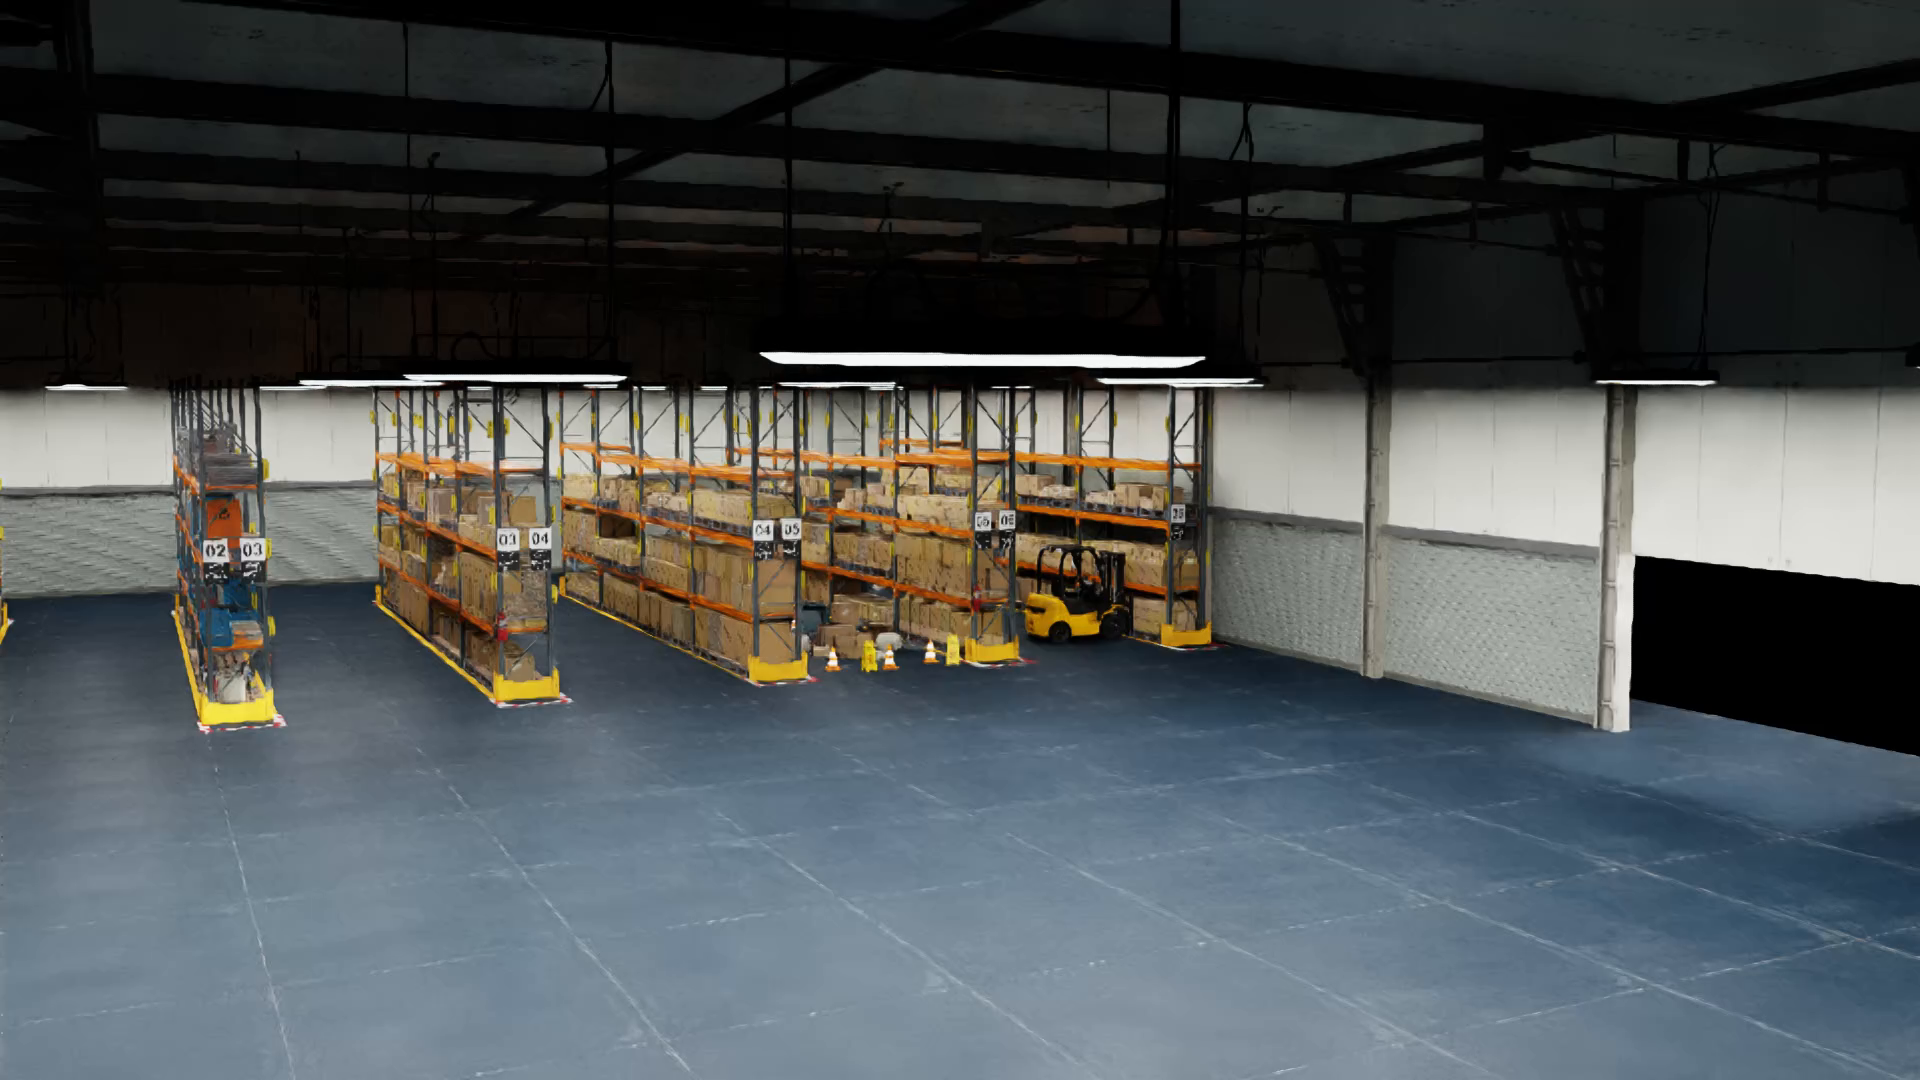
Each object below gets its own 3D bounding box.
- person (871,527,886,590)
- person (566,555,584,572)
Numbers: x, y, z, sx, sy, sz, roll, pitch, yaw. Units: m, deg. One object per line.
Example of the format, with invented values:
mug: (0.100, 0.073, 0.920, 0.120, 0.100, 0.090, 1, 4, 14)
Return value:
person: (-2.375, 0.526, 48.494, 0.430, 1.821, 0.624, -1, 5, -9)
person: (-11.330, 0.488, 48.884, 0.652, 1.750, 0.498, 3, 6, 32)
